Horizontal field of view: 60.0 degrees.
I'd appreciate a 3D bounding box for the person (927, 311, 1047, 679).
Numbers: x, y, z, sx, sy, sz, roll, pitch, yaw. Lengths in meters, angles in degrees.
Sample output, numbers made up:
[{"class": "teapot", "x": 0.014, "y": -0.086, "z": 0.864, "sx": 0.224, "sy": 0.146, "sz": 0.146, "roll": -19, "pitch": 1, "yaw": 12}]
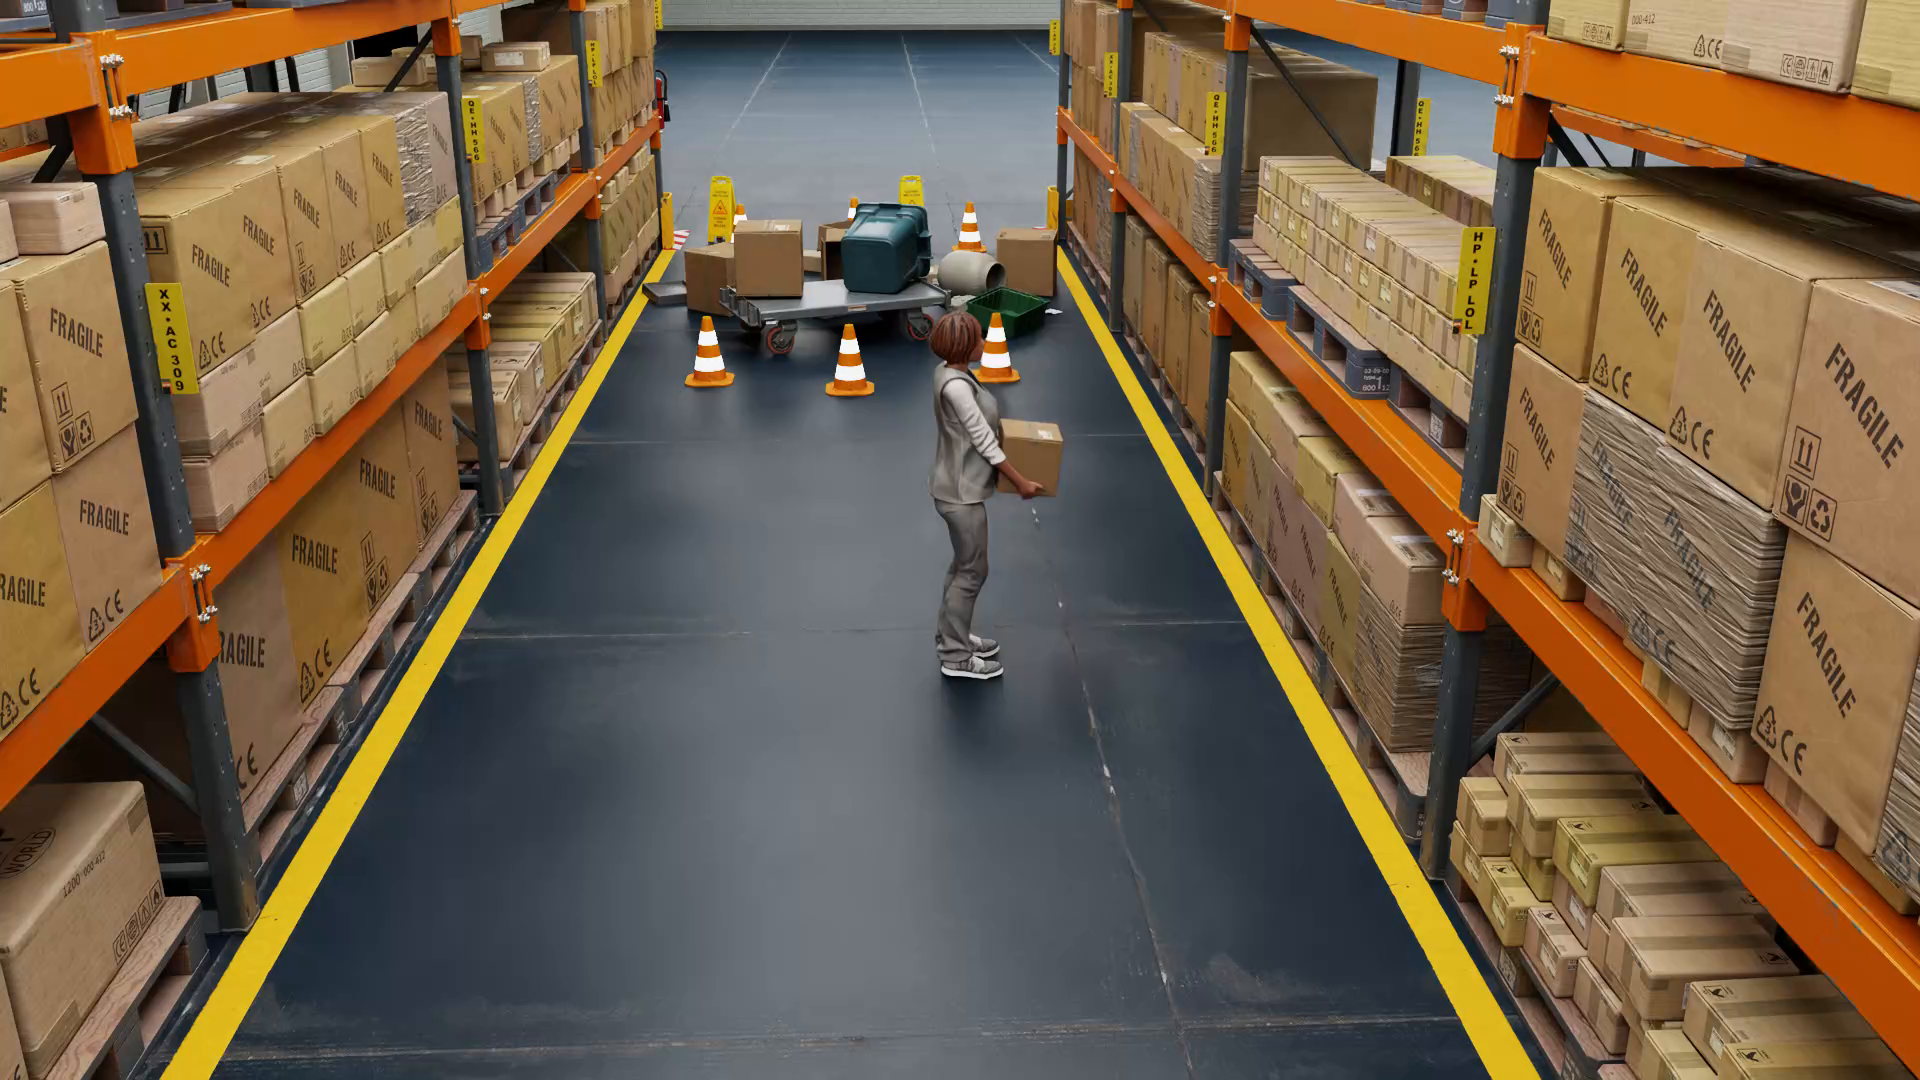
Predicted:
[{"class": "person", "x": 0.108, "y": -0.193, "z": 7.110, "sx": 0.496, "sy": 1.597, "sz": 0.397, "roll": -1, "pitch": 21, "yaw": -3}]
